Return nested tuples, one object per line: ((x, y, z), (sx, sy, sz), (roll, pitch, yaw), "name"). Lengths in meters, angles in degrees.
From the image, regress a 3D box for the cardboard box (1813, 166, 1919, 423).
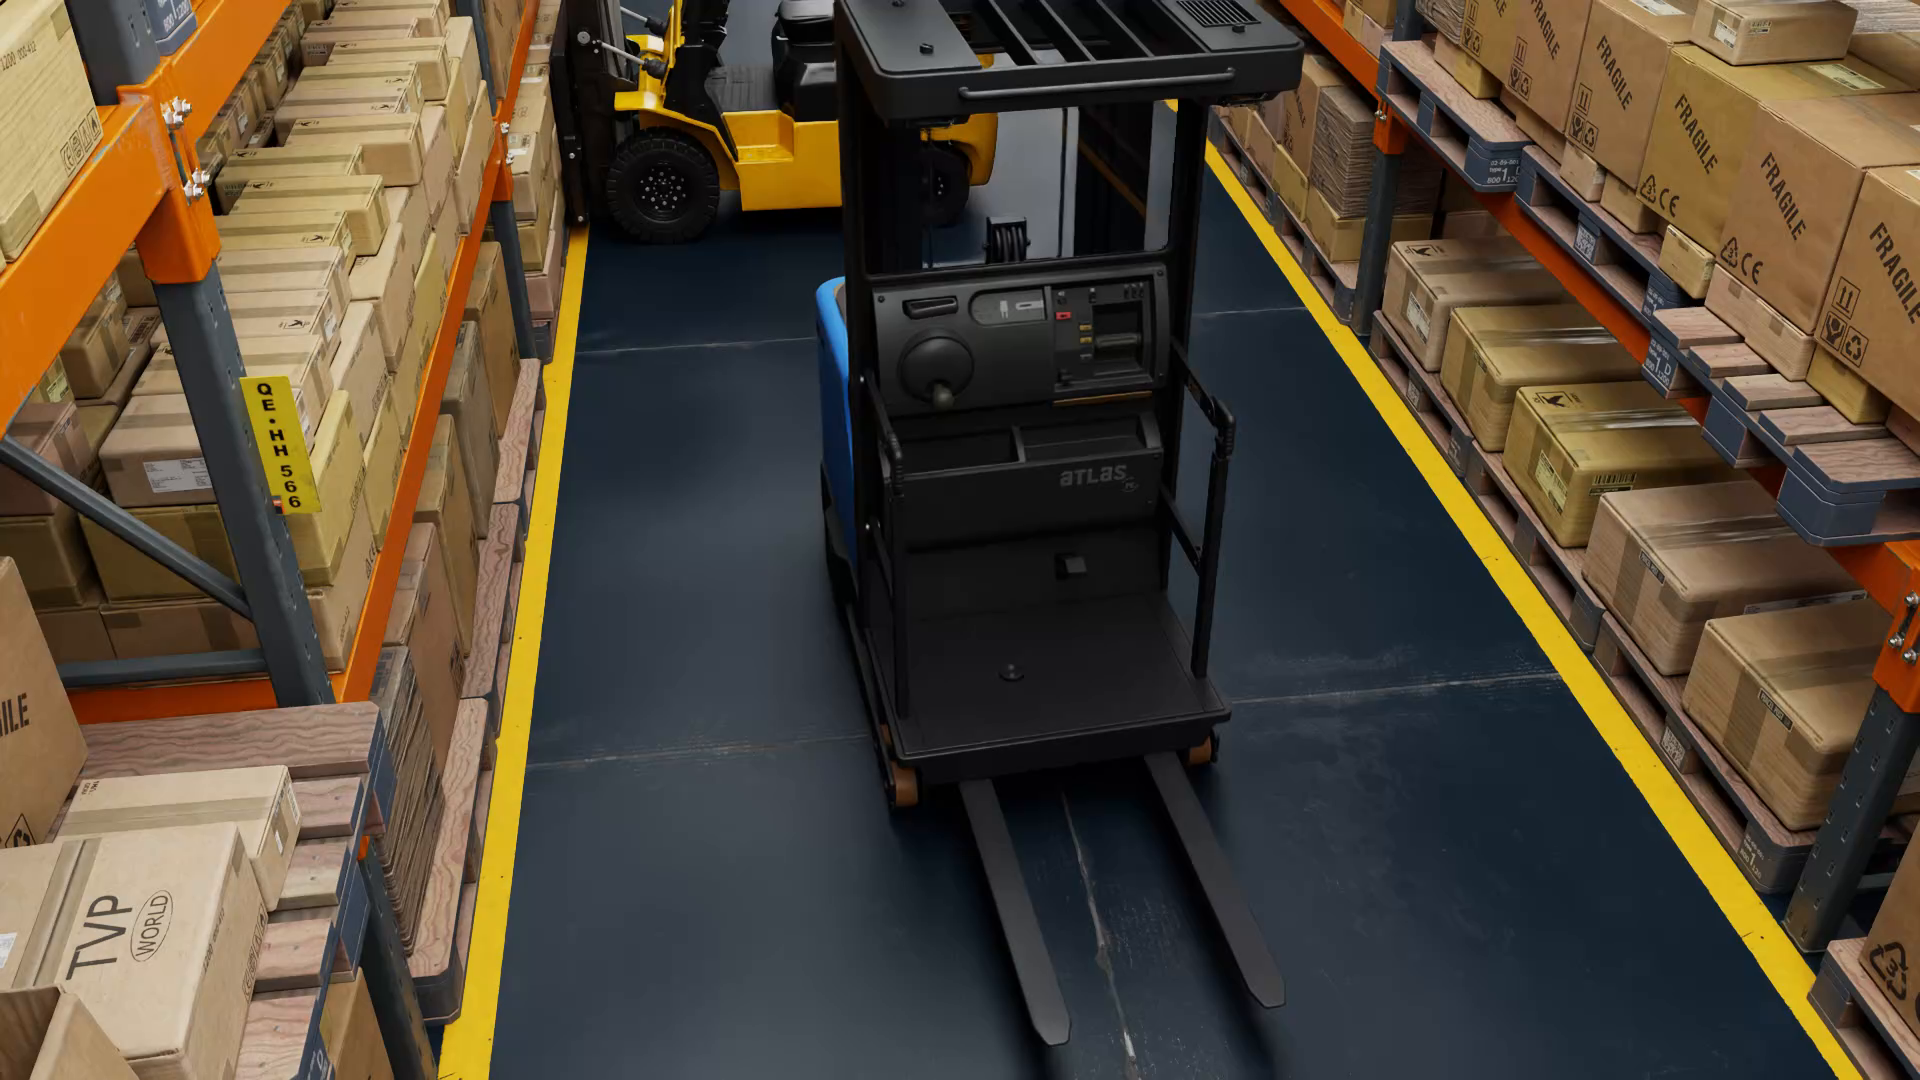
((2.652, -0.647, 4.310), (0.500, 0.500, 0.500), (-5, 35, -8), "cardboard box")

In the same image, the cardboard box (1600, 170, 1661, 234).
((2.424, -1.170, 5.654), (0.380, 0.149, 0.250), (-5, 35, -8), "cardboard box")

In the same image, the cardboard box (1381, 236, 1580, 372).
((2.524, -1.104, 7.667), (0.950, 0.372, 0.625), (-4, 34, -6), "cardboard box")

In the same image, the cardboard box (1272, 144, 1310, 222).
((2.023, -1.952, 9.020), (0.500, 0.250, 0.500), (-5, 35, -8), "cardboard box")

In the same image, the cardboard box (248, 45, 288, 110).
((-2.561, -1.594, 5.761), (0.380, 0.149, 0.250), (-5, 35, -7), "cardboard box")

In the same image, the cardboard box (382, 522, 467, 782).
((-2.096, 0.396, 5.242), (0.875, 0.625, 0.625), (-3, 34, -5), "cardboard box")

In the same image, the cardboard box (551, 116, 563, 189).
((-2.353, -2.031, 8.691), (0.500, 0.250, 0.500), (-5, 35, -7), "cardboard box")

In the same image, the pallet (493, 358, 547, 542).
((-2.330, -0.371, 7.106), (1.003, 0.211, 1.213), (-4, 35, -6), "pallet")

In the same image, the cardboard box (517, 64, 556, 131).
((-2.359, -2.238, 8.551), (0.500, 0.250, 0.500), (-3, 34, -5), "cardboard box")

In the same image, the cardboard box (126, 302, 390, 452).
((-1.813, -0.389, 4.347), (0.500, 0.250, 0.500), (-3, 34, -5), "cardboard box")

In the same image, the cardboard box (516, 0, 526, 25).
((-2.424, -2.812, 8.123), (0.500, 0.500, 0.500), (-5, 35, -7), "cardboard box")

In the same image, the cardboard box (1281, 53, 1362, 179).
((2.035, -2.250, 8.791), (0.500, 0.500, 0.500), (-4, 34, -6), "cardboard box")

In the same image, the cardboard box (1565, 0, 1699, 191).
((2.430, -1.521, 5.593), (0.500, 0.500, 0.500), (-6, 35, -8), "cardboard box")

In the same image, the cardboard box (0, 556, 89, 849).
((-2.015, 0.385, 3.059), (0.500, 0.500, 0.500), (-3, 34, -4), "cardboard box")

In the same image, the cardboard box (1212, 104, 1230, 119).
((1.808, -2.822, 10.296), (0.500, 0.250, 0.500), (-3, 34, -5), "cardboard box")

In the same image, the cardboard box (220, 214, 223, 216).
((-2.461, -0.919, 5.125), (0.500, 0.250, 0.500), (-5, 35, -7), "cardboard box")

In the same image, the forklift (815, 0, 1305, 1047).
((0.244, -0.563, 4.974), (1.130, 2.935, 3.031), (-7, 35, -10), "forklift")

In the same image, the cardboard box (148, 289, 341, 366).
((-1.778, -0.499, 4.154), (0.380, 0.149, 0.250), (-3, 34, -5), "cardboard box")

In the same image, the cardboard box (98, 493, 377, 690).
((-1.747, 0.097, 4.077), (0.500, 0.250, 0.500), (-4, 35, -6), "cardboard box")

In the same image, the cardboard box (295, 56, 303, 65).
((-2.653, -1.773, 6.377), (0.500, 0.250, 0.500), (-5, 35, -7), "cardboard box")

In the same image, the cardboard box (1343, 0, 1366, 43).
((2.065, -2.500, 7.978), (0.380, 0.149, 0.250), (-4, 34, -5), "cardboard box")

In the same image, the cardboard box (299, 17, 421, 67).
((-2.168, -1.783, 6.039), (0.380, 0.149, 0.250), (-4, 35, -6), "cardboard box")

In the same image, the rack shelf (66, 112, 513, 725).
((-2.199, -0.518, 5.485), (1.077, 0.370, 4.000), (-4, 35, -6), "rack shelf")

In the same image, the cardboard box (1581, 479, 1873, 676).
((2.815, 0.108, 5.888), (0.950, 0.372, 0.625), (-5, 35, -7), "cardboard box")

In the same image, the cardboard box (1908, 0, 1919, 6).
((6.961, -3.895, 11.315), (0.875, 0.875, 0.875), (-4, 34, -6), "cardboard box")

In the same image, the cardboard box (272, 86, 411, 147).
((-2.000, -1.356, 5.411), (0.380, 0.149, 0.250), (-4, 34, -6), "cardboard box")

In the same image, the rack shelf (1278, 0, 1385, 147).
((2.182, -3.128, 9.315), (1.077, 0.370, 4.000), (-4, 35, -6), "rack shelf")

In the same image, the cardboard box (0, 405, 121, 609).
((-2.265, -0.073, 3.883), (0.500, 0.250, 0.500), (-4, 34, -5), "cardboard box")

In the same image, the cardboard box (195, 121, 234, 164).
((-2.474, -1.174, 5.144), (0.380, 0.149, 0.250), (-4, 34, -6), "cardboard box")

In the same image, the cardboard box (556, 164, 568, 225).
((-2.373, -1.831, 8.842), (0.500, 0.250, 0.500), (-4, 34, -6), "cardboard box")

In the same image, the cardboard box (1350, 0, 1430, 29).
((2.144, -2.702, 7.699), (0.500, 0.500, 0.500), (-5, 35, -8), "cardboard box")

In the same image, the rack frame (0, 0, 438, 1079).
((-1.930, 0.301, 3.645), (1.000, 3.000, 0.127), (-4, 35, -6), "rack frame")

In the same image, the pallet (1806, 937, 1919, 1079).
((3.020, 1.521, 4.331), (1.003, 0.211, 1.213), (-4, 35, -6), "pallet")

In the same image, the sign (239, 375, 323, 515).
((-1.393, -0.191, 3.409), (0.100, 0.325, 0.005), (-4, 35, -6), "sign")

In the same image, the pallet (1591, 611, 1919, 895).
((2.885, 0.639, 5.625), (1.003, 0.211, 1.213), (-4, 35, -6), "pallet")

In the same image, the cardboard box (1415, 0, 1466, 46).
((2.229, -2.364, 6.829), (0.500, 0.500, 0.500), (-4, 34, -5), "cardboard box")

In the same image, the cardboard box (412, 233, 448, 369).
((-1.954, -0.761, 5.336), (0.500, 0.250, 0.500), (-3, 34, -5), "cardboard box")

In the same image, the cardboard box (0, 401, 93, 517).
((-2.174, -0.174, 3.678), (0.380, 0.149, 0.250), (-3, 34, -5), "cardboard box")

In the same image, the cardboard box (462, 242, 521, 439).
((-2.386, -0.833, 7.045), (0.875, 0.625, 0.625), (-3, 34, -4), "cardboard box")

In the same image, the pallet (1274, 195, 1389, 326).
((2.325, -1.529, 8.806), (1.003, 0.211, 1.213), (-4, 35, -6), "pallet")

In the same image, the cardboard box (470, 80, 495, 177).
((-2.141, -1.608, 6.579), (0.500, 0.250, 0.500), (-4, 34, -5), "cardboard box")

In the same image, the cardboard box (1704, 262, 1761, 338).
((2.499, -0.734, 5.014), (0.380, 0.149, 0.250), (-6, 35, -9), "cardboard box")

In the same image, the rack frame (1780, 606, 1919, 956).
((2.988, -0.077, 4.199), (1.000, 3.000, 0.127), (-4, 35, -6), "rack frame")

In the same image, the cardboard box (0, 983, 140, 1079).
((-1.527, 0.982, 2.181), (0.797, 0.503, 0.637), (-5, 35, -7), "cardboard box")

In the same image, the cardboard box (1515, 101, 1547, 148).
((2.344, -1.607, 6.295), (0.380, 0.149, 0.250), (-4, 34, -6), "cardboard box")

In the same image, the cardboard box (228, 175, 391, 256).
((-1.865, -0.928, 4.783), (0.380, 0.149, 0.250), (-4, 34, -5), "cardboard box")

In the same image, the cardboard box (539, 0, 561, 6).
((-2.560, -3.096, 9.810), (0.500, 0.250, 0.500), (-4, 34, -6), "cardboard box")

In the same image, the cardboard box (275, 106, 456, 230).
((-2.009, -1.249, 5.608), (0.500, 0.250, 0.500), (-4, 34, -5), "cardboard box")

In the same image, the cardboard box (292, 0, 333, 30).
((-2.633, -2.028, 6.398), (0.380, 0.149, 0.250), (-5, 35, -7), "cardboard box")

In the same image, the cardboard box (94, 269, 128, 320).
((-2.396, -0.593, 4.292), (0.380, 0.149, 0.250), (-5, 35, -7), "cardboard box")

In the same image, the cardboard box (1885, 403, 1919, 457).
((2.711, -0.312, 4.394), (0.380, 0.149, 0.250), (-3, 34, -5), "cardboard box")

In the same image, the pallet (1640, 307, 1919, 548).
((2.787, -0.387, 4.825), (1.213, 0.211, 1.003), (-4, 35, -6), "pallet")

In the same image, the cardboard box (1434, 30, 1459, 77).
((2.212, -2.046, 6.940), (0.380, 0.149, 0.250), (-4, 34, -6), "cardboard box")
